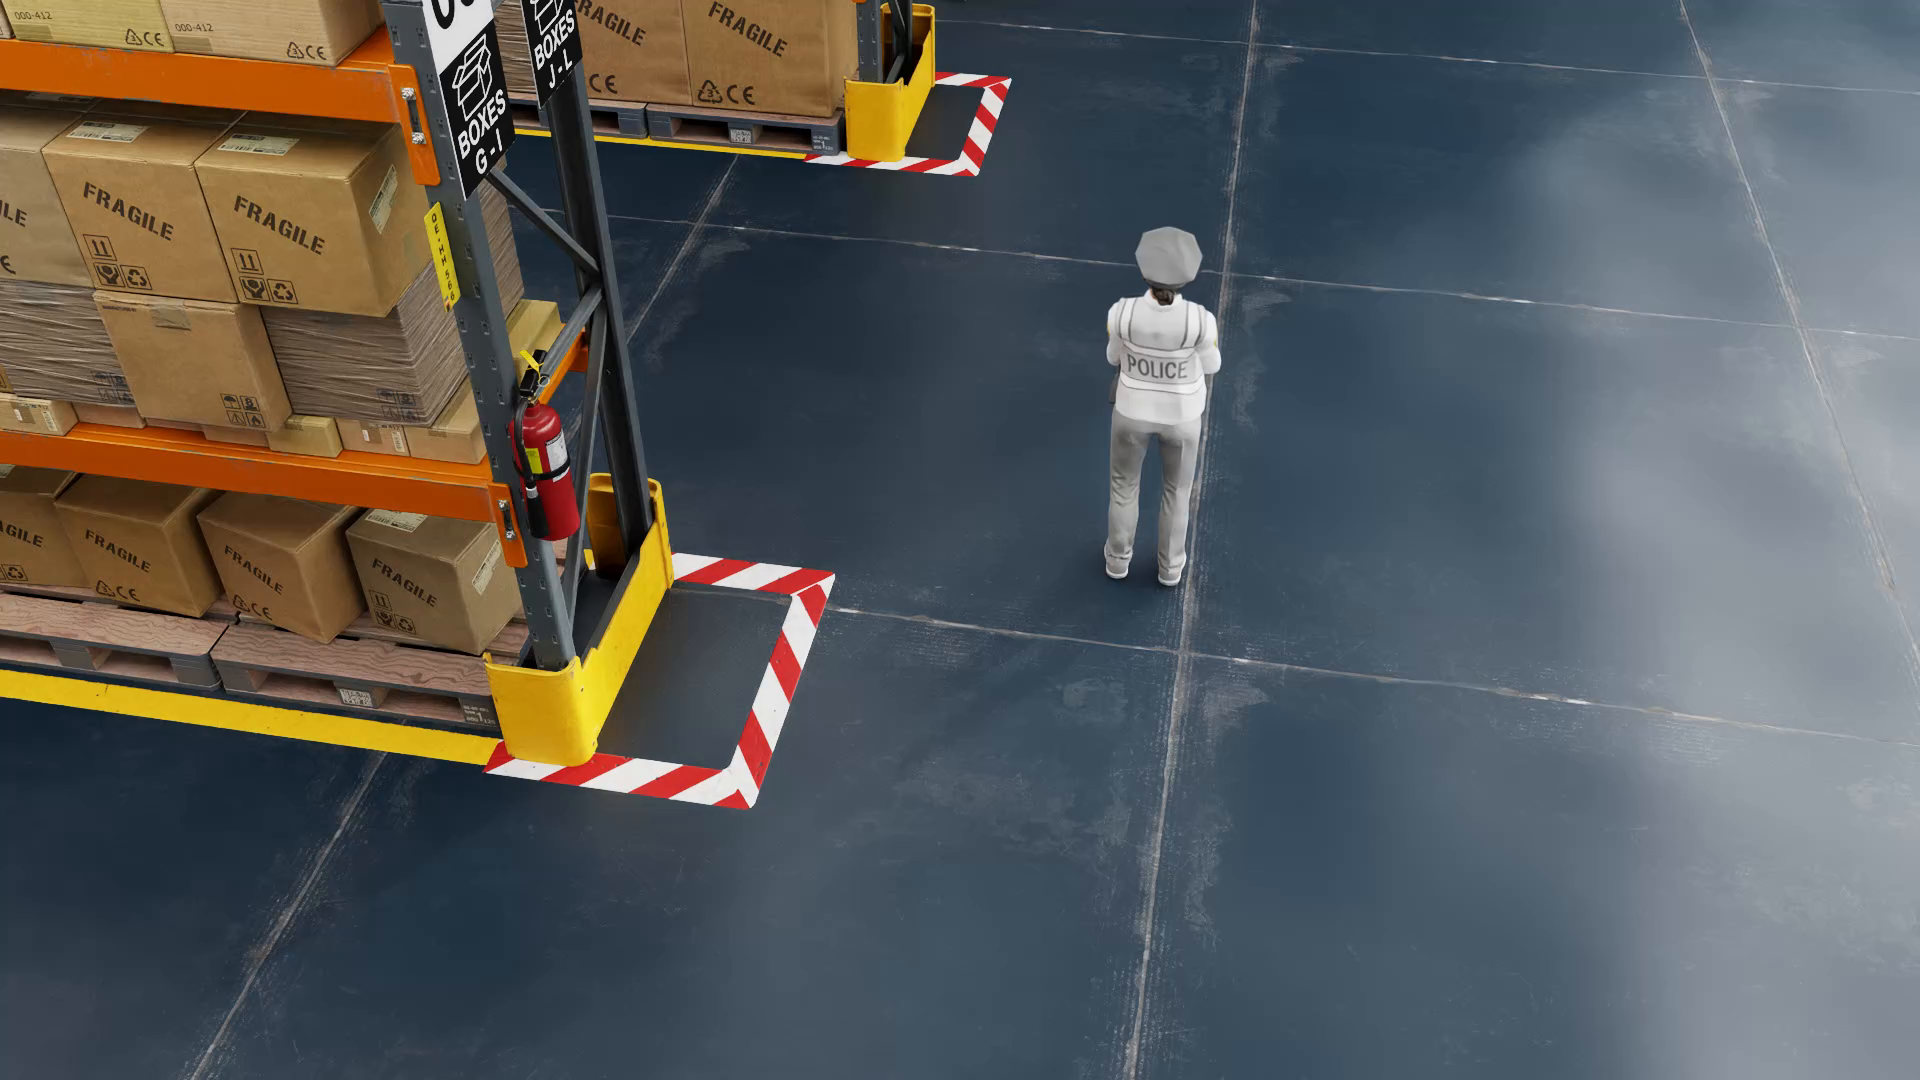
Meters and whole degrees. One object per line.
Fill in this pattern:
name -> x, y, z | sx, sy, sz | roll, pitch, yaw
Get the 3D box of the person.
person -> 0.814, -0.566, 6.798 | 0.459, 1.689, 0.547 | 7, 41, 8
